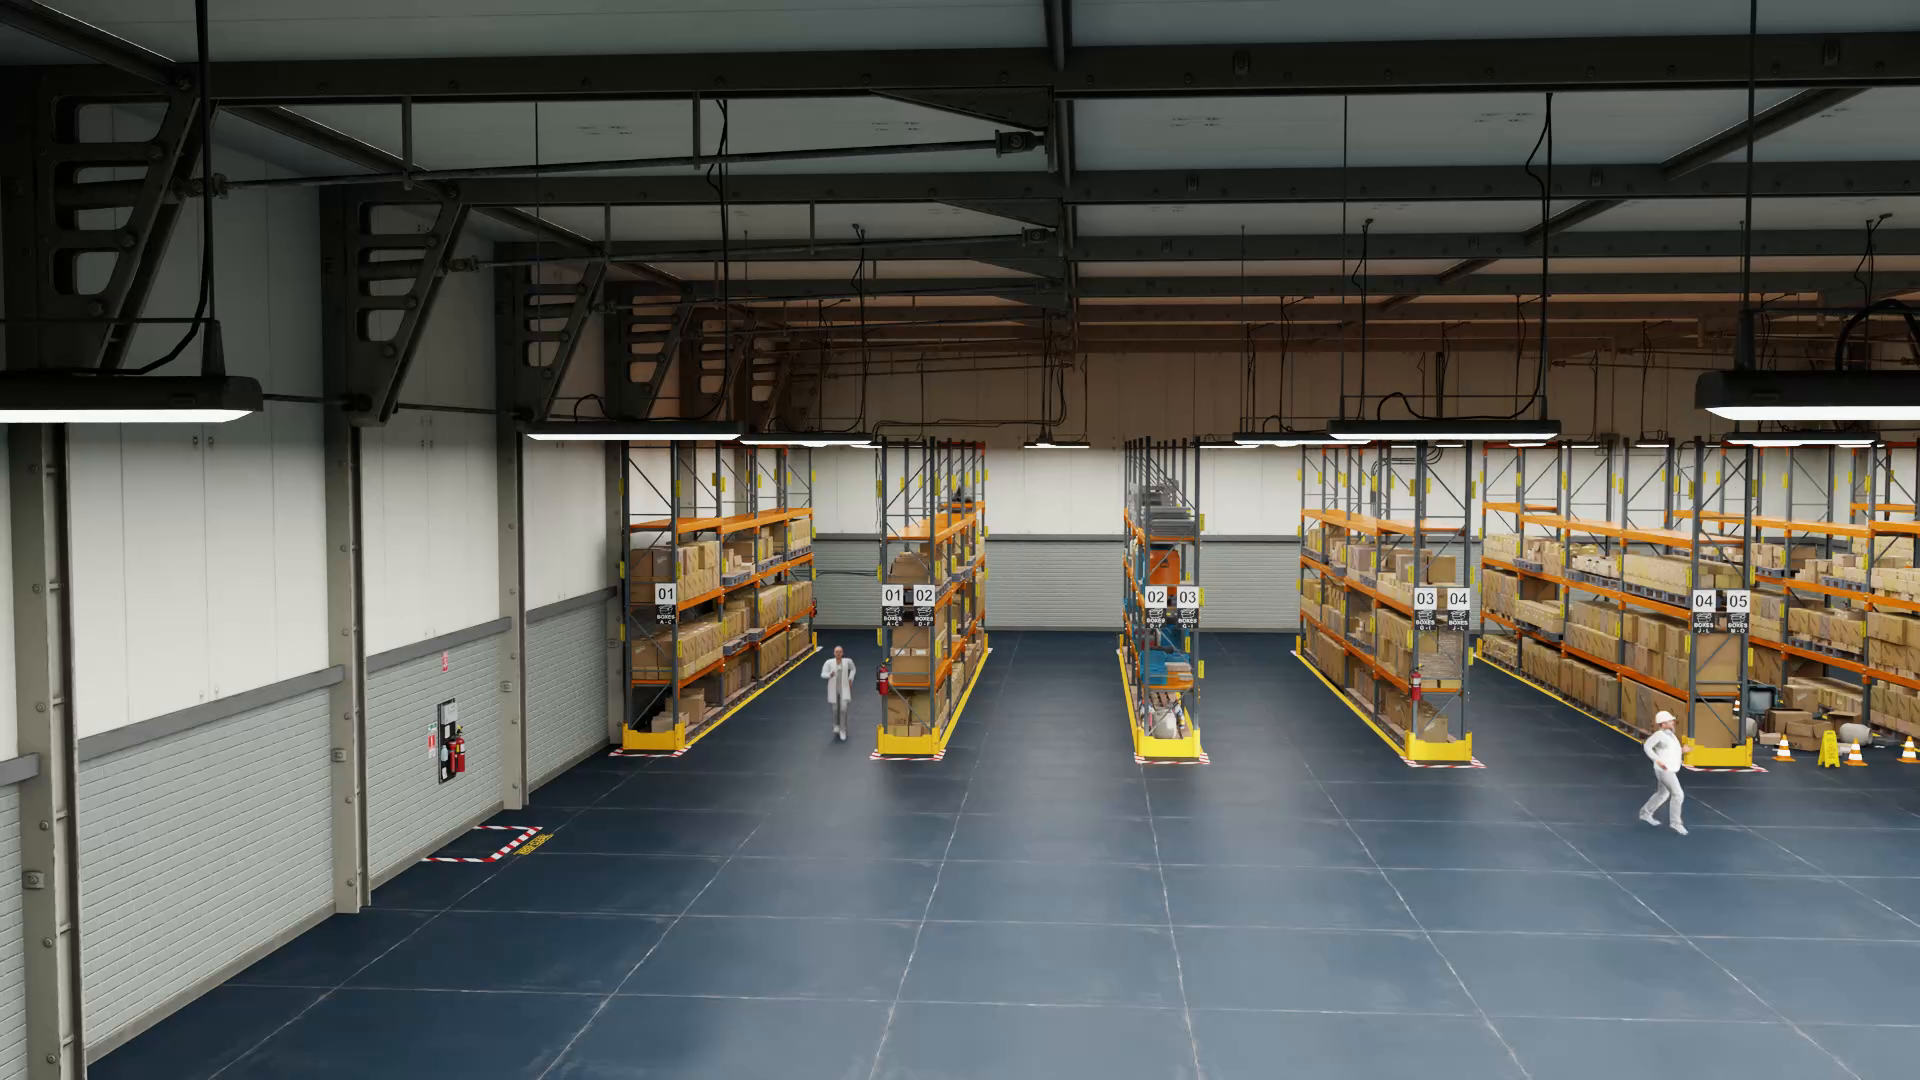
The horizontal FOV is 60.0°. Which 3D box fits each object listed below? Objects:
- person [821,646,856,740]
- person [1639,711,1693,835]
[{"bbox_3d":[-2.428,3.040,33.299,0.692,1.833,0.851,0,3,-4],"label":"person"},{"bbox_3d":[10.621,3.488,25.038,0.747,1.825,0.643,2,4,34],"label":"person"}]
